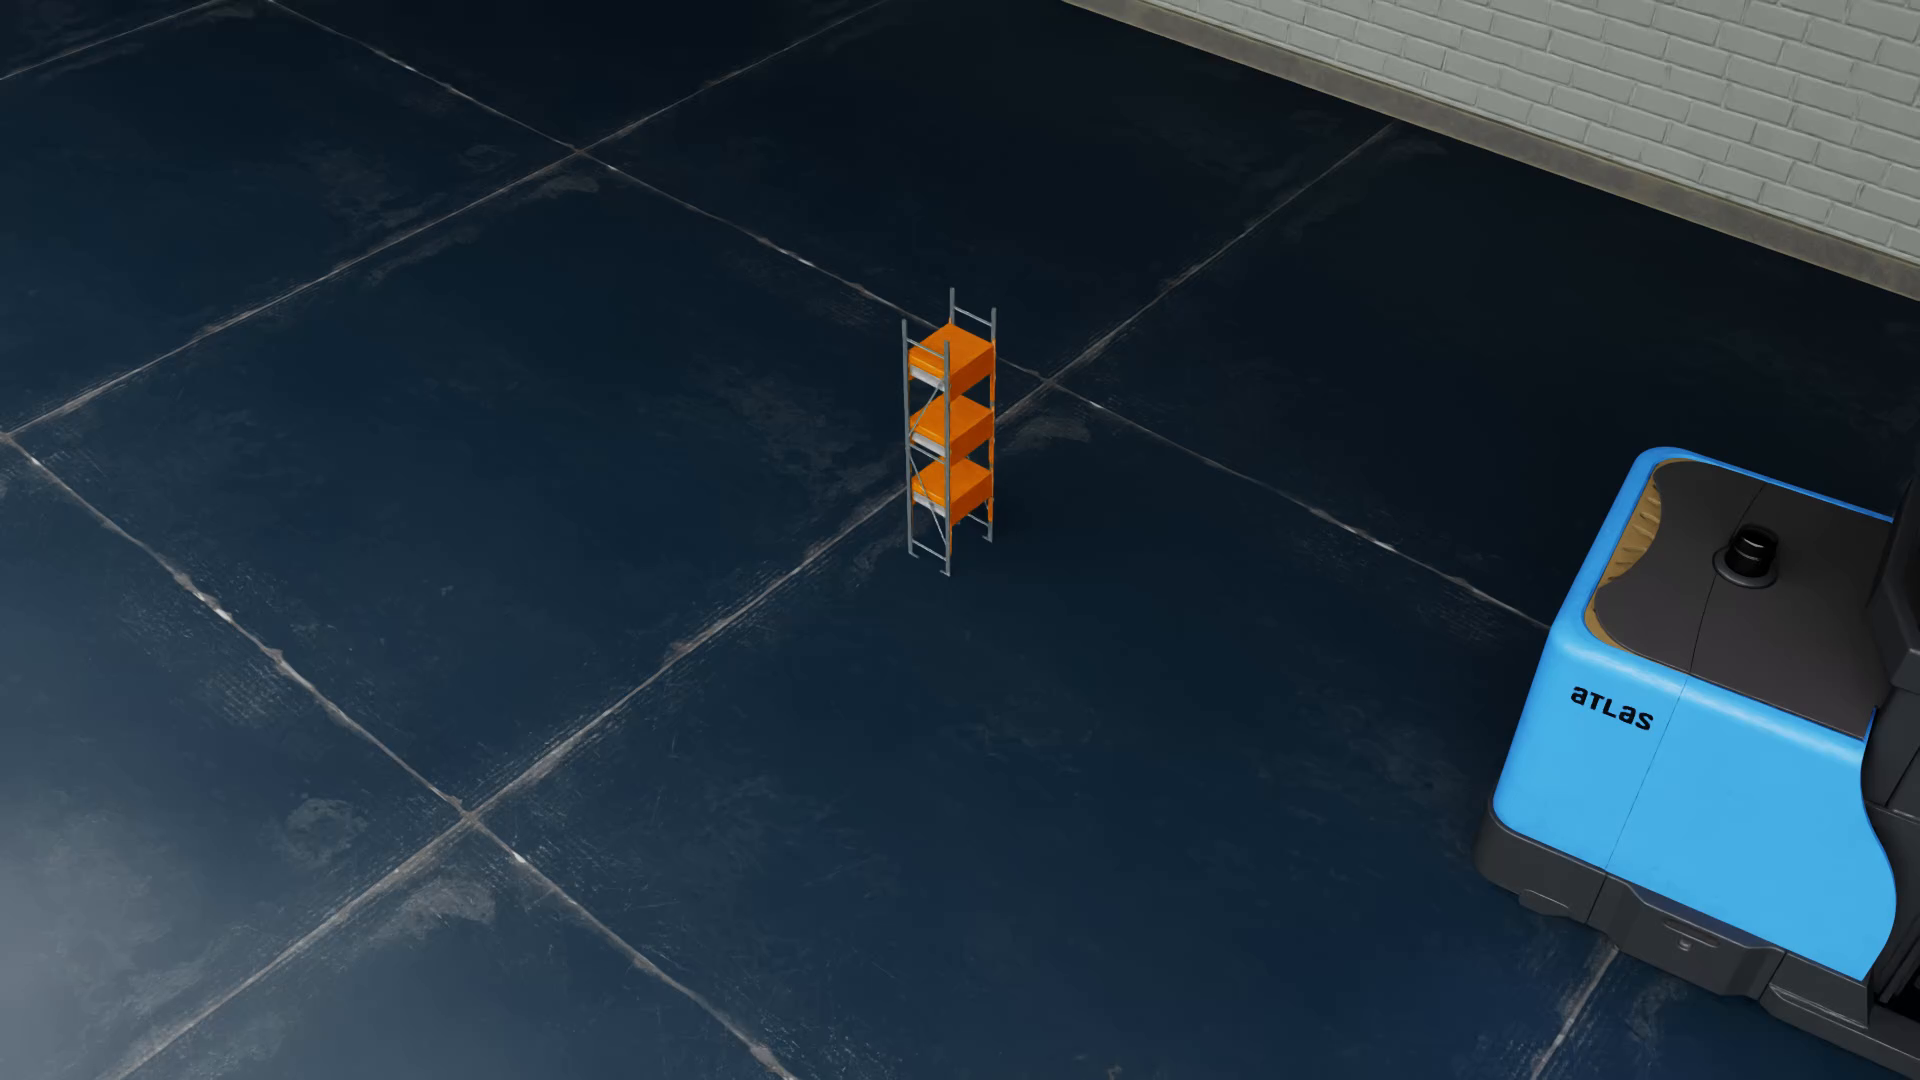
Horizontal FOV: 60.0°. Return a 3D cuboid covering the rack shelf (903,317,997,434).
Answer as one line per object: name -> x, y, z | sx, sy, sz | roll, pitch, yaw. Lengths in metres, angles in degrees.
rack shelf -> -0.034, -0.563, 5.683 | 0.215, 0.259, 0.240 | 29, 50, 28

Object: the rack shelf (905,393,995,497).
rack shelf -> -0.034, -0.353, 5.874 | 0.215, 0.259, 0.240 | 29, 50, 28

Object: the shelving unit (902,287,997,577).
shelving unit -> -0.034, -0.361, 5.867 | 0.215, 1.050, 0.252 | 29, 50, 28

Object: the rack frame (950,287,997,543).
rack frame -> 0.044, -0.424, 5.936 | 0.200, 1.050, 0.008 | 29, 50, 28

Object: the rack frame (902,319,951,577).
rack frame -> -0.113, -0.298, 5.797 | 0.200, 1.050, 0.008 | 29, 50, 28

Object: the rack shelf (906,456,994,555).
rack shelf -> -0.034, -0.147, 6.061 | 0.215, 0.259, 0.240 | 29, 50, 28

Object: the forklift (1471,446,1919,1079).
forklift -> 3.084, 0.204, 3.846 | 3.031, 2.935, 1.130 | 23, 47, 23
